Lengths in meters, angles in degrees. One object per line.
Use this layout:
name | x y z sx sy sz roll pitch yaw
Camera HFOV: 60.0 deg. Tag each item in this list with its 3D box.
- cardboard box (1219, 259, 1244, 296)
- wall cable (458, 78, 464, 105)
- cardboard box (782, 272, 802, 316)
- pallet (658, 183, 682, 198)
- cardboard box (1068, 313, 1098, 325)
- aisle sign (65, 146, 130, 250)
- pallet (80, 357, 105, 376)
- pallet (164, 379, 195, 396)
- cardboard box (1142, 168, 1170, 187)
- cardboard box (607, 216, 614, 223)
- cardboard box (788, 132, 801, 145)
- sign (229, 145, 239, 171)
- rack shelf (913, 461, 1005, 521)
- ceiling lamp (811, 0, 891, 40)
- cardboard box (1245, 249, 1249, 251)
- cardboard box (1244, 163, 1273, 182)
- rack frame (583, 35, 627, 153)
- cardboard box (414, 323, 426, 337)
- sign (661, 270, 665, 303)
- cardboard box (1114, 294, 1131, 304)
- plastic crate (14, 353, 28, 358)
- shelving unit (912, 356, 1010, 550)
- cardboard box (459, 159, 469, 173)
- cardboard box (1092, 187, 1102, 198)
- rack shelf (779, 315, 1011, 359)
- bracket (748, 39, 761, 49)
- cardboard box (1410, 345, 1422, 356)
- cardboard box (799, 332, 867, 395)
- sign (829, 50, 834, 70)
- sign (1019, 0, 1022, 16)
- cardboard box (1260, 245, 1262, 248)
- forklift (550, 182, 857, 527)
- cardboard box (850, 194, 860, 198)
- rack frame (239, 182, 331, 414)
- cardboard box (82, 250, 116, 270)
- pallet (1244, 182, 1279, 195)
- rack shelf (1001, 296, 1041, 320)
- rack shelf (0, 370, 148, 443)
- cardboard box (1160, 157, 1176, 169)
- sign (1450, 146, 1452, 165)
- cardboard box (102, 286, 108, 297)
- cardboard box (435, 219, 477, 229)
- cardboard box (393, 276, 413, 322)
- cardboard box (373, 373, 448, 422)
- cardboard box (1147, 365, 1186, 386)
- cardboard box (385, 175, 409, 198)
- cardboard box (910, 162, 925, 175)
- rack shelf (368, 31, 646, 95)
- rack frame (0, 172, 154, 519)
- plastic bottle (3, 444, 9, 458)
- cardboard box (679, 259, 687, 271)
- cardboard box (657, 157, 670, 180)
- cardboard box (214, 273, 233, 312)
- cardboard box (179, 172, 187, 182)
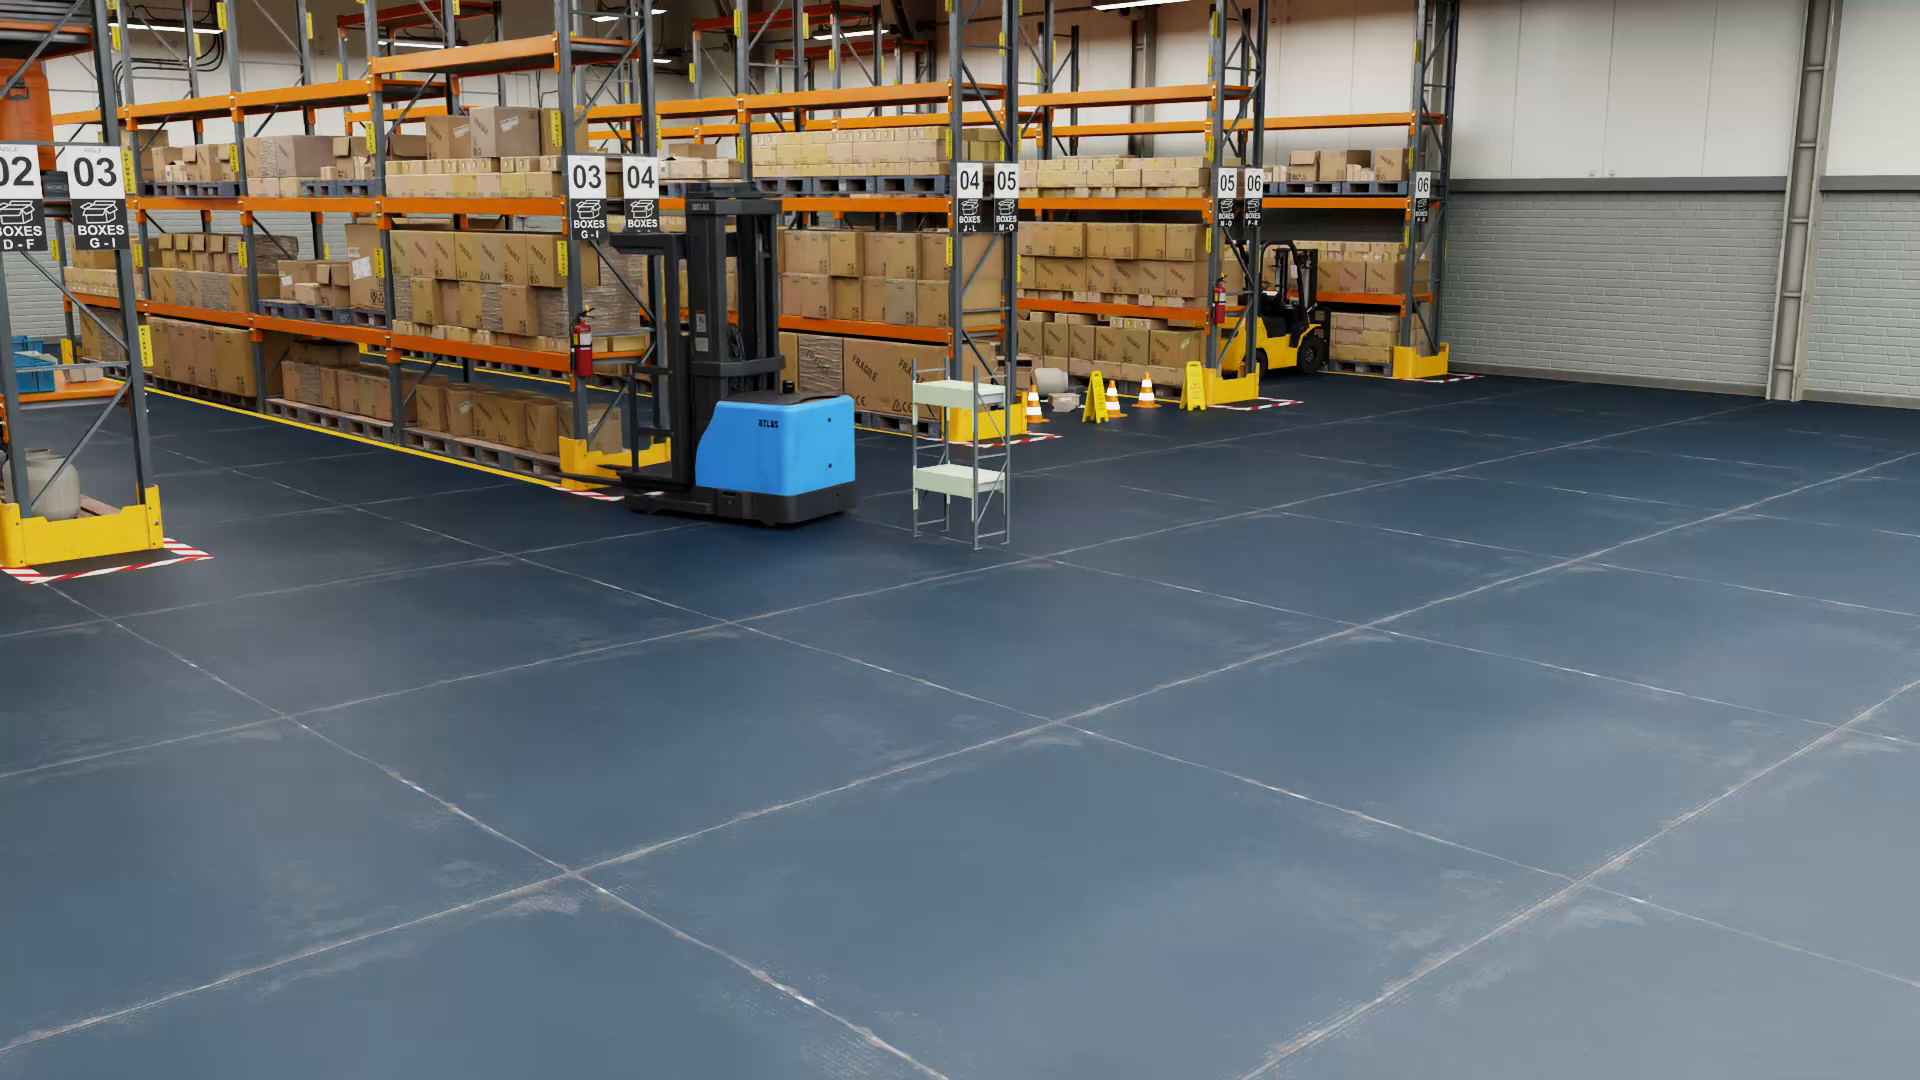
cardboard box | 3.665 -3.724 23.567 0.500 0.500 0.500 -11 16 -43
wall cable | -11.390 -9.486 37.652 0.463 3.000 0.029 -11 16 -43
cardboard box | -1.822 -3.245 21.856 0.875 0.550 0.550 -11 16 -43
pallet | -3.986 -5.012 23.838 1.003 0.211 1.213 -10 15 -40
cardboard box | 1.828 -3.285 24.731 0.380 0.149 0.250 -10 15 -39
aisle sign | -6.697 -2.654 12.916 0.394 0.787 0.004 -11 16 -43
pallet | -13.817 -2.904 27.483 1.003 0.211 1.213 -11 16 -43
pallet | -11.076 -2.324 24.668 1.003 0.211 1.213 -11 16 -43
cardboard box | 2.906 -5.075 23.313 0.500 0.250 0.500 -11 16 -43
cardboard box | -6.884 -6.440 33.404 0.380 0.149 0.250 -10 15 -41
cardboard box | -1.949 -5.080 21.061 0.380 0.149 0.250 -11 16 -43
sign | -9.308 -4.893 21.316 0.100 0.325 0.005 -11 16 -43
rack shelf | 0.005 -0.414 13.821 0.431 0.370 0.720 -11 16 -43
ceiling lamp | -1.919 -11.234 31.670 0.800 3.185 2.000 -11 16 -43
cardboard box | 5.026 -4.909 28.451 0.380 0.149 0.250 -11 16 -43
cardboard box | 5.015 -6.222 28.178 0.500 0.311 0.500 -10 16 -41
rack frame | -7.258 -8.695 33.813 1.000 3.000 0.127 -11 16 -43
cardboard box | -5.852 -2.357 18.540 0.380 0.149 0.250 -11 16 -43
sign | -2.984 -2.540 16.661 0.100 0.325 0.005 -11 16 -43
cardboard box | 2.444 -3.500 24.089 0.380 0.149 0.250 -11 16 -43
plastic crate | -7.965 -1.404 13.663 0.499 0.251 0.408 -11 16 -43
shelving unit | 0.005 -0.734 13.755 0.431 1.500 0.755 -11 16 -43
cardboard box | -5.007 -3.907 17.391 0.380 0.149 0.250 -10 16 -41
cardboard box | 2.133 -5.046 24.159 0.380 0.149 0.250 -11 16 -42
rack shelf | -1.100 -2.656 21.154 1.077 0.370 4.000 -11 16 -43
bracket | -4.851 -11.559 38.795 0.235 0.232 0.430 -11 16 -43
cardboard box | 7.181 -3.072 27.160 0.500 0.250 0.500 -11 16 -42
cardboard box | -1.472 -2.233 21.541 0.875 0.875 0.875 -11 16 -42
sign | -2.132 -7.984 27.658 0.100 0.325 0.005 -11 16 -43
sign | 0.687 -6.267 19.320 0.100 0.325 0.005 -11 16 -43
cardboard box | 5.154 -5.008 28.195 0.380 0.149 0.250 -10 16 -41
forklift | -2.456 -1.749 15.136 3.031 2.935 1.130 7 14 31
cardboard box | -1.639 -5.865 28.136 0.380 0.149 0.250 -11 16 -43
rack frame | -8.901 -3.208 22.049 1.000 3.000 0.127 -11 16 -43
cardboard box | -13.582 -4.560 26.385 0.500 0.500 0.500 11 16 44
pallet | 5.224 -6.002 28.397 1.003 0.211 1.213 -11 16 -43
rack shelf | -0.352 -3.945 27.407 1.077 0.370 4.000 -11 16 -43
rack shelf | -8.340 -1.290 14.521 1.077 0.370 4.000 -11 16 -43
cardboard box | 3.004 -5.244 23.144 0.380 0.149 0.250 -11 16 -43
sign | 7.784 -6.126 26.417 0.100 0.325 0.005 -11 16 -43
cardboard box | -13.173 -3.892 25.993 0.380 0.149 0.250 -11 16 -42
cardboard box | -8.526 -5.183 28.174 0.500 0.500 0.500 11 16 43
cardboard box | -5.872 -2.745 18.814 0.875 0.500 0.500 -11 16 -43
cardboard box | -6.547 -1.708 19.872 0.500 0.500 0.700 10 15 41
cardboard box | 3.022 -2.364 23.727 0.500 0.250 0.500 -11 16 -43
cardboard box | -6.013 -3.919 18.436 0.500 0.250 0.500 11 16 43
cardboard box | -0.367 -4.356 19.520 0.380 0.149 0.250 -11 16 -42
rack shelf | -4.757 -4.917 17.266 1.077 0.370 4.000 -11 16 -43
rack frame | -6.958 -1.350 13.031 1.000 3.000 0.127 -11 16 -43
plastic bottle | -8.935 -0.770 15.691 0.185 0.351 0.144 11 16 42
cardboard box | -3.534 -4.060 23.456 0.700 0.500 0.500 -11 16 -42
cardboard box | -4.202 -5.280 23.605 0.500 0.311 0.500 -11 16 -44
cardboard box | -9.761 -3.368 22.578 0.500 0.500 0.500 -11 16 -43
cardboard box | -10.743 -5.105 23.406 0.250 0.149 0.380 11 16 43
